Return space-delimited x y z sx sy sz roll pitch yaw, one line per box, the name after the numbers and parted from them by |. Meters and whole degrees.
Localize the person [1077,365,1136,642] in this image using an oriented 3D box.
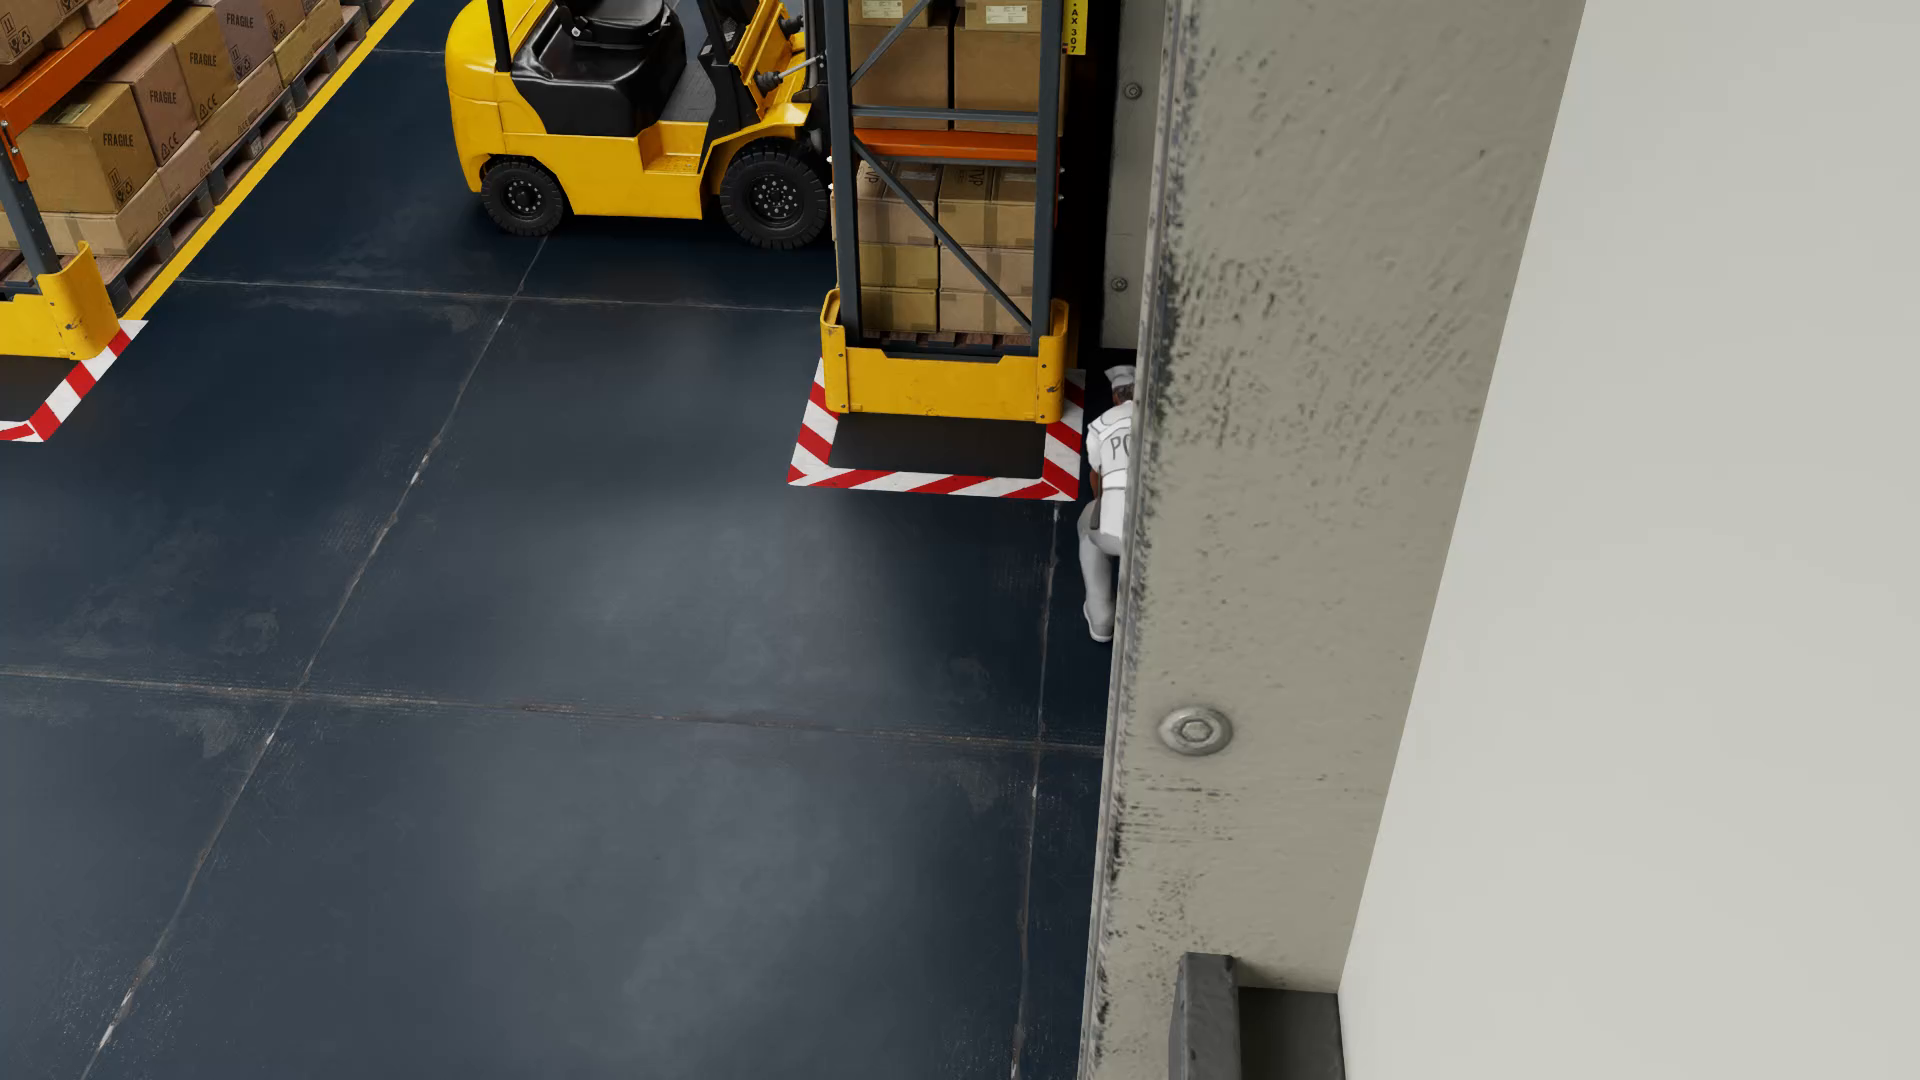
0.727 -0.136 6.840 0.479 0.990 0.928 1 40 2 | person
